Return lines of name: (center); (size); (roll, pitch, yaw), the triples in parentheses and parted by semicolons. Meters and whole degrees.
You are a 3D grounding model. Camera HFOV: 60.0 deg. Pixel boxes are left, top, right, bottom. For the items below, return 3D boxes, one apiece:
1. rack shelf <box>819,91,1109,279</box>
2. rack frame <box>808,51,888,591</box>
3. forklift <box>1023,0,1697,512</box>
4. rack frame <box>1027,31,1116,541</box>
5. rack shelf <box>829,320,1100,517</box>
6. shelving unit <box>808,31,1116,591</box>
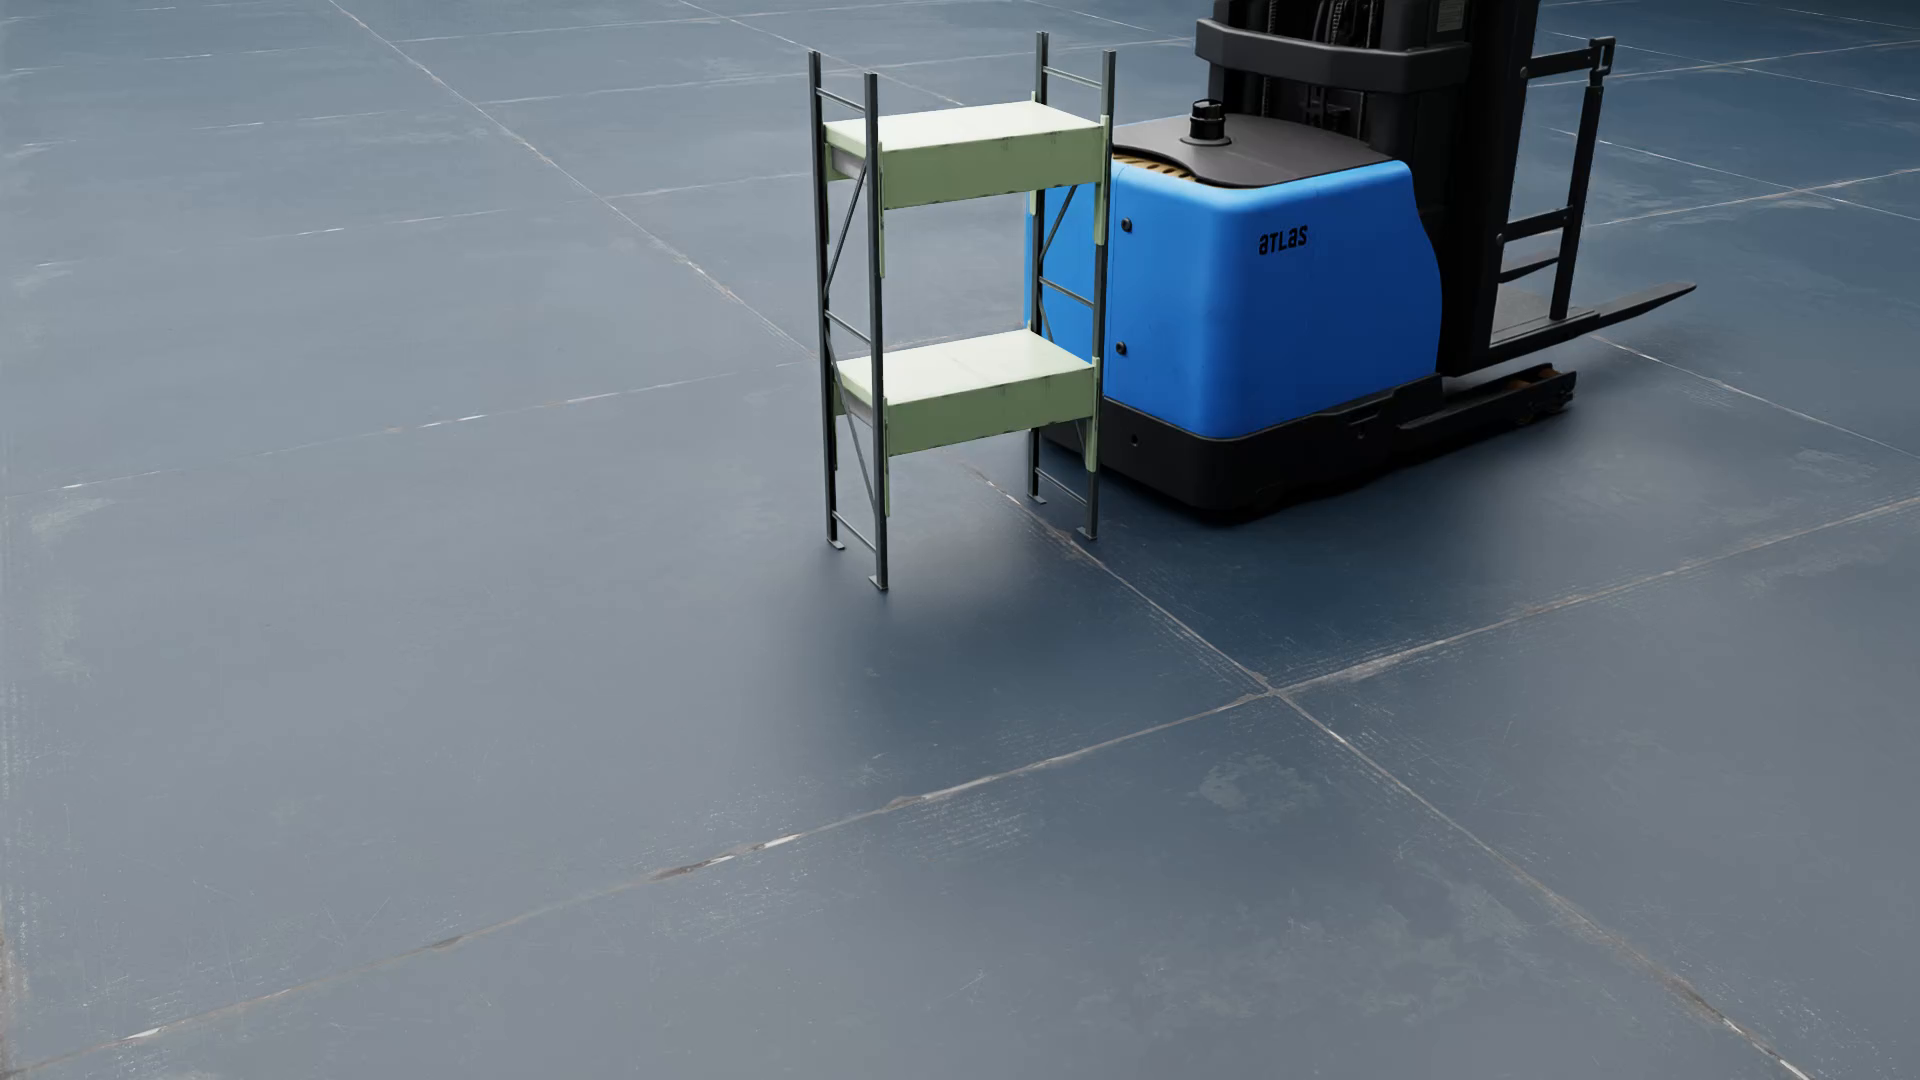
rack shelf: (0.006, -1.029, 4.759); (0.720, 0.370, 0.431); (-13, 29, -25)
rack frame: (-0.317, -0.603, 4.773); (0.023, 1.500, 0.400); (-13, 29, -25)
forklift: (1.685, -1.909, 5.839); (3.031, 2.935, 1.130); (-18, 31, -33)
rack frame: (0.329, -0.752, 5.083); (0.023, 1.500, 0.400); (-13, 29, -25)
rack shelf: (0.006, -0.384, 5.069); (0.720, 0.370, 0.431); (-13, 29, -25)
shelving unit: (0.006, -0.677, 4.928); (0.755, 1.500, 0.431); (-13, 29, -25)
